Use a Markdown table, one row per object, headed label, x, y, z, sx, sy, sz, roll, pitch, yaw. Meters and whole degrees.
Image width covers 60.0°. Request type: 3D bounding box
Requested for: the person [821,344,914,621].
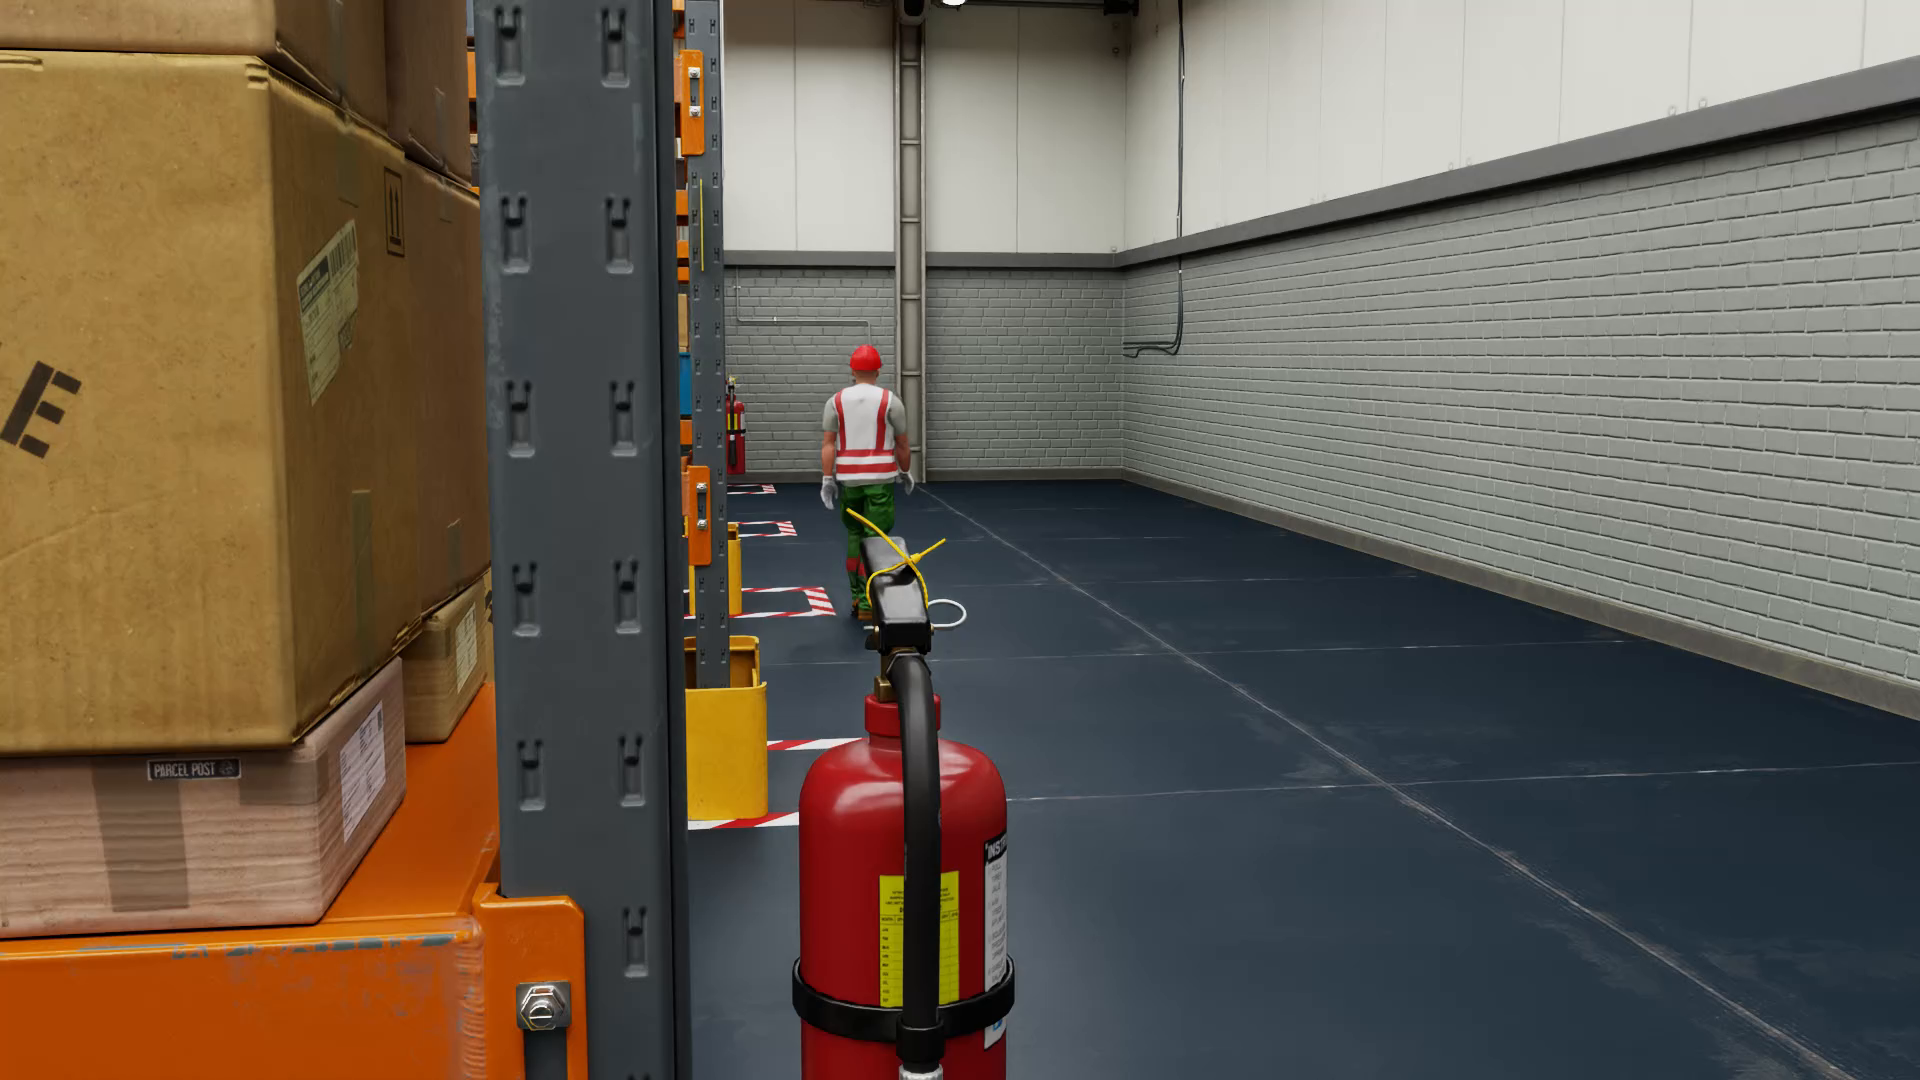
| label | x | y | z | sx | sy | sz | roll | pitch | yaw |
| --- | --- | --- | --- | --- | --- | --- | --- | --- | --- |
| person | -0.595 | -0.361 | 10.888 | 0.542 | 1.827 | 0.717 | 1 | 7 | 13 |
